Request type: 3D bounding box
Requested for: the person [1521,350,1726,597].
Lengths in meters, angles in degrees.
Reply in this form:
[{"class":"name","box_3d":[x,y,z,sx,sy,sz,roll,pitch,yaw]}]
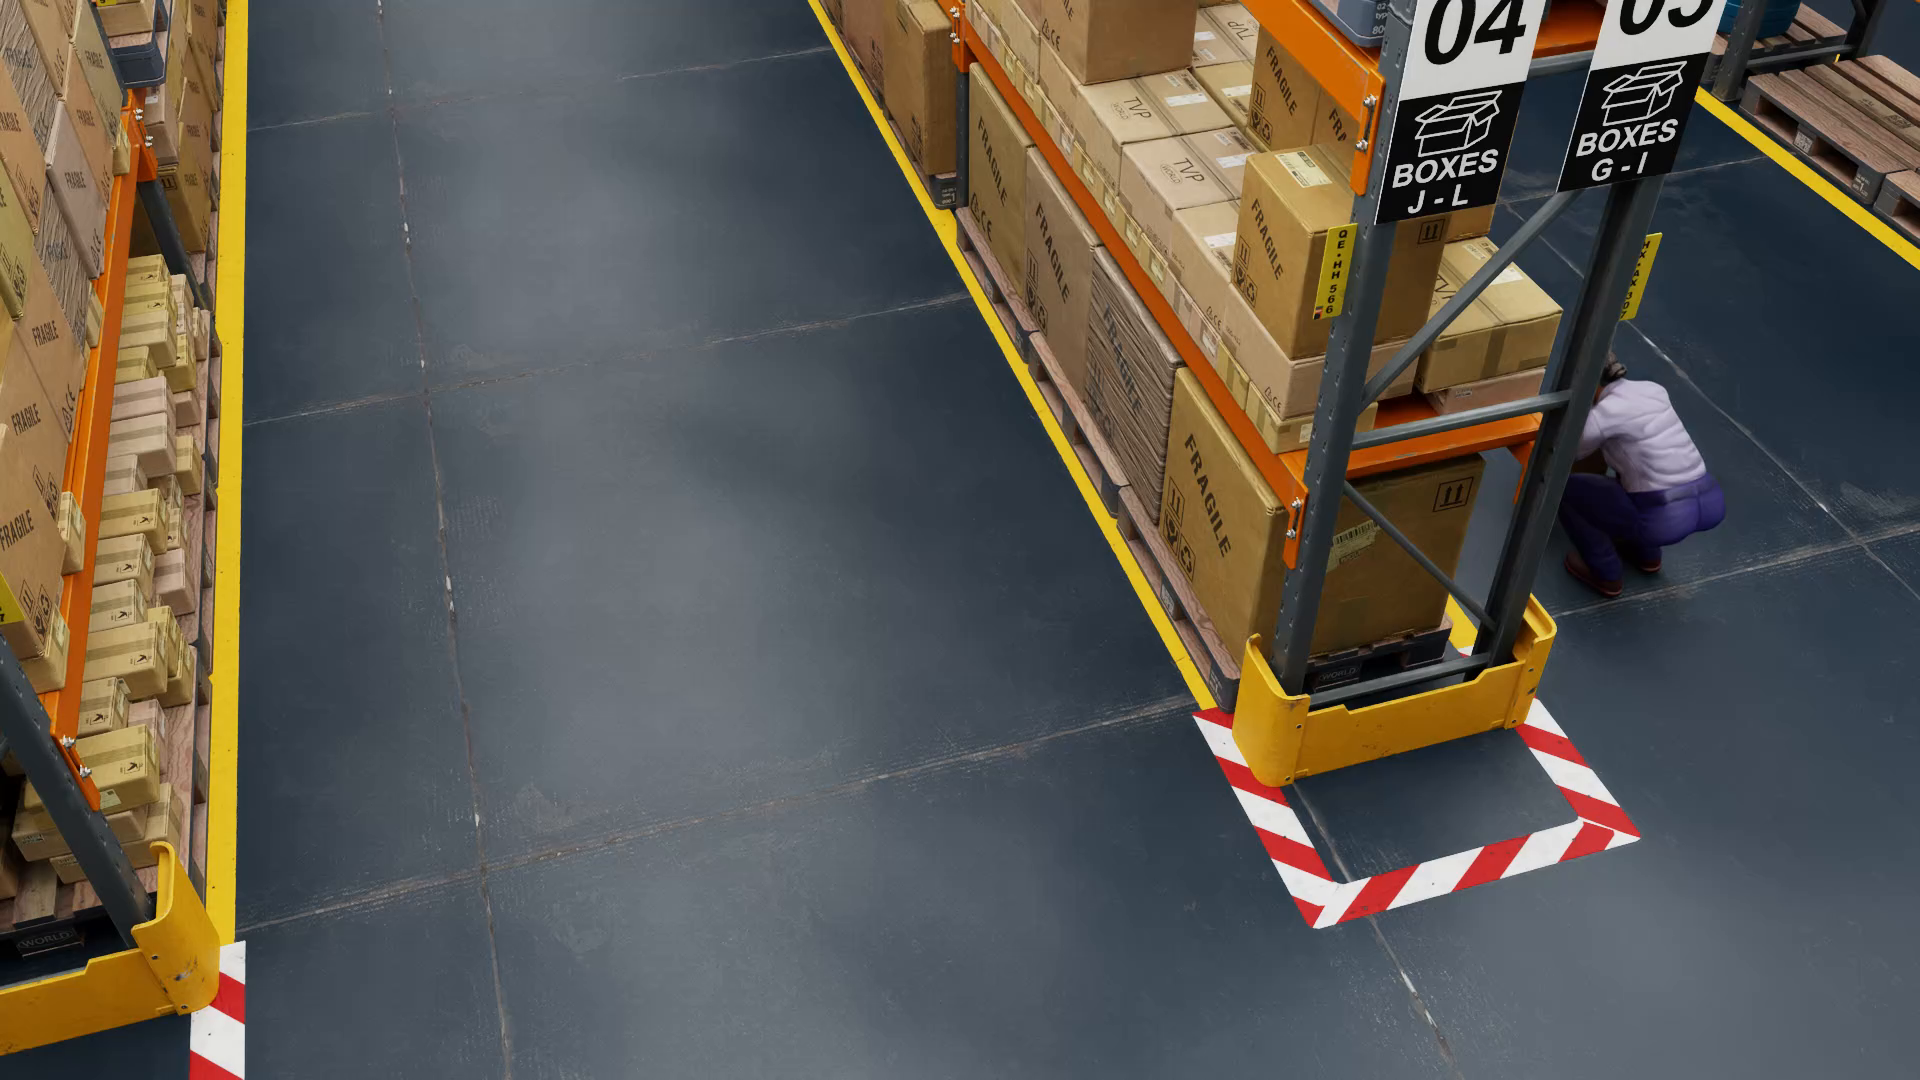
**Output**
[{"class":"person","box_3d":[2.802,-0.277,6.997,0.518,0.950,0.814,-18,45,-18]}]
